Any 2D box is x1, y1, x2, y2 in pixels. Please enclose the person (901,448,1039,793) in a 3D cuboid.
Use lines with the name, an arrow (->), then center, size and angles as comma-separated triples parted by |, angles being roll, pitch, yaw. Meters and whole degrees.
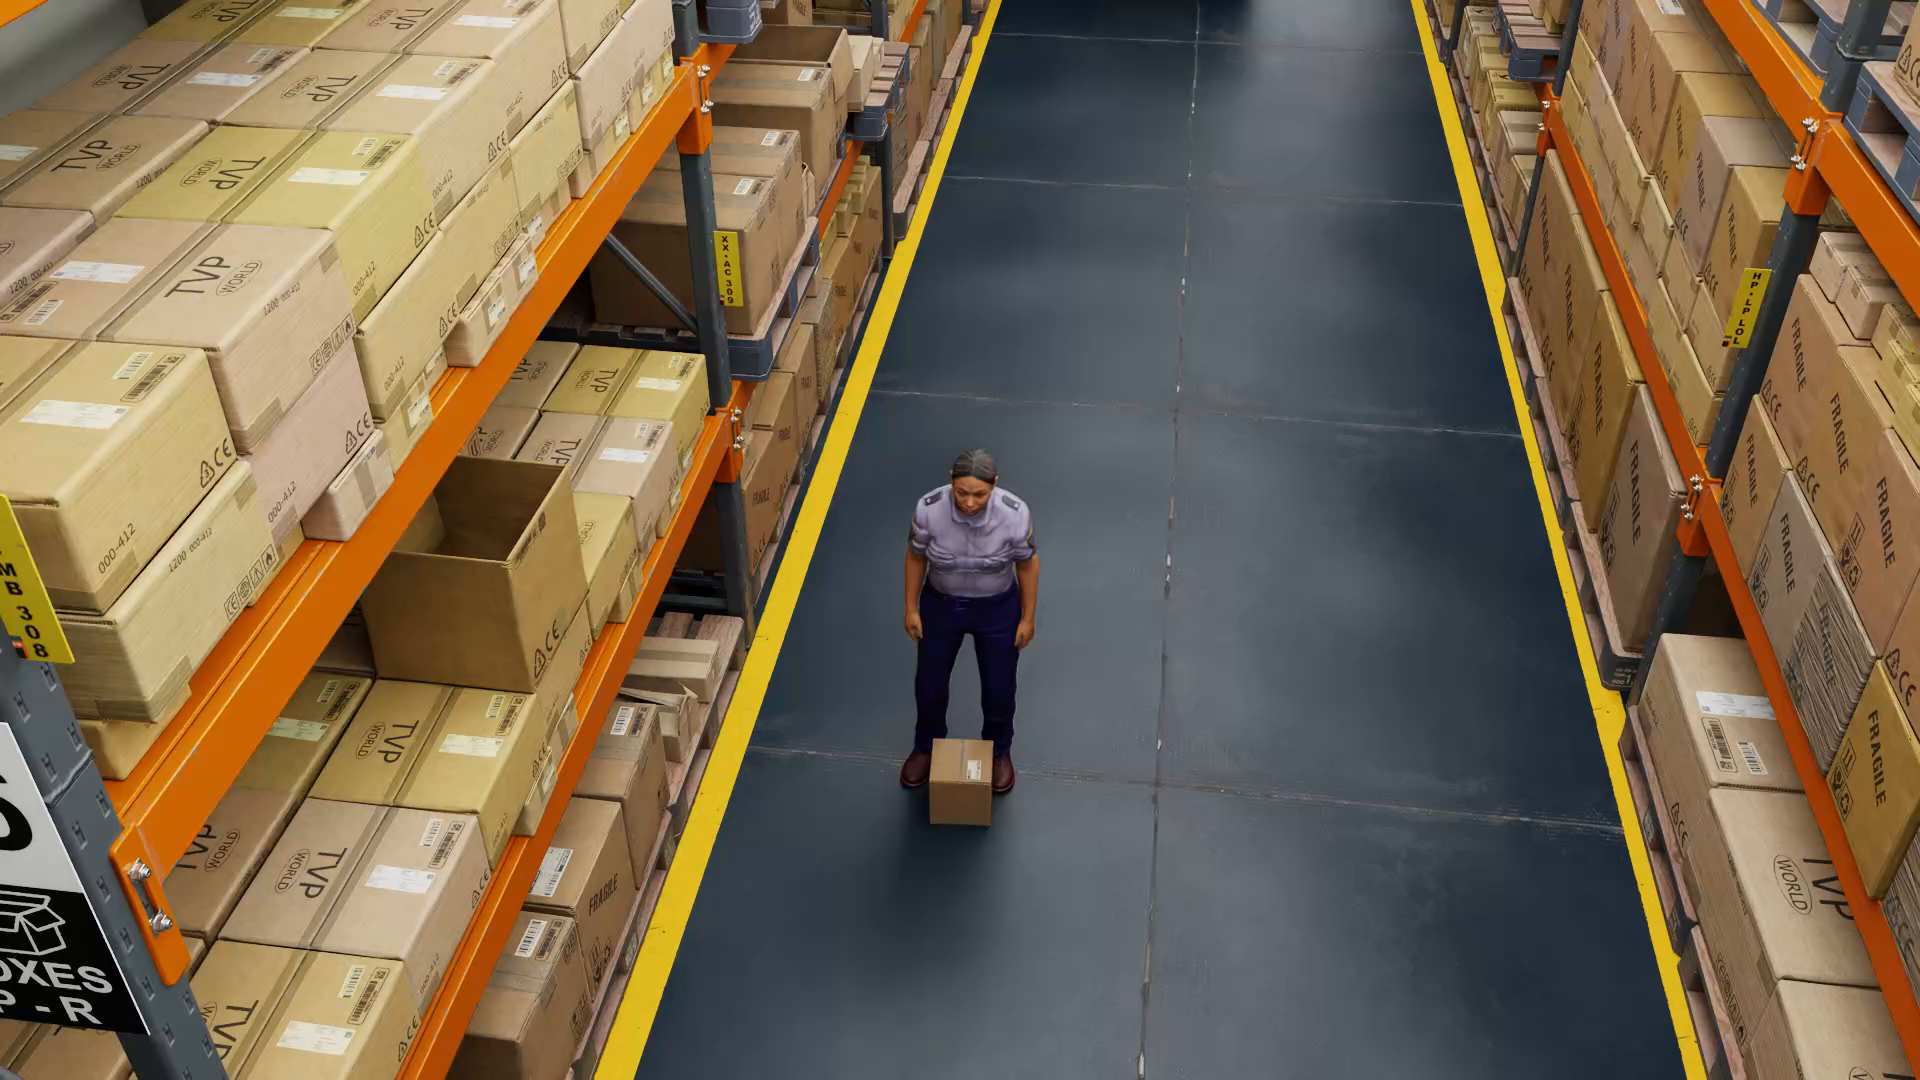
person -> 0.033, 0.296, 6.643 | 0.549, 1.651, 0.367 | 4, 37, 5
